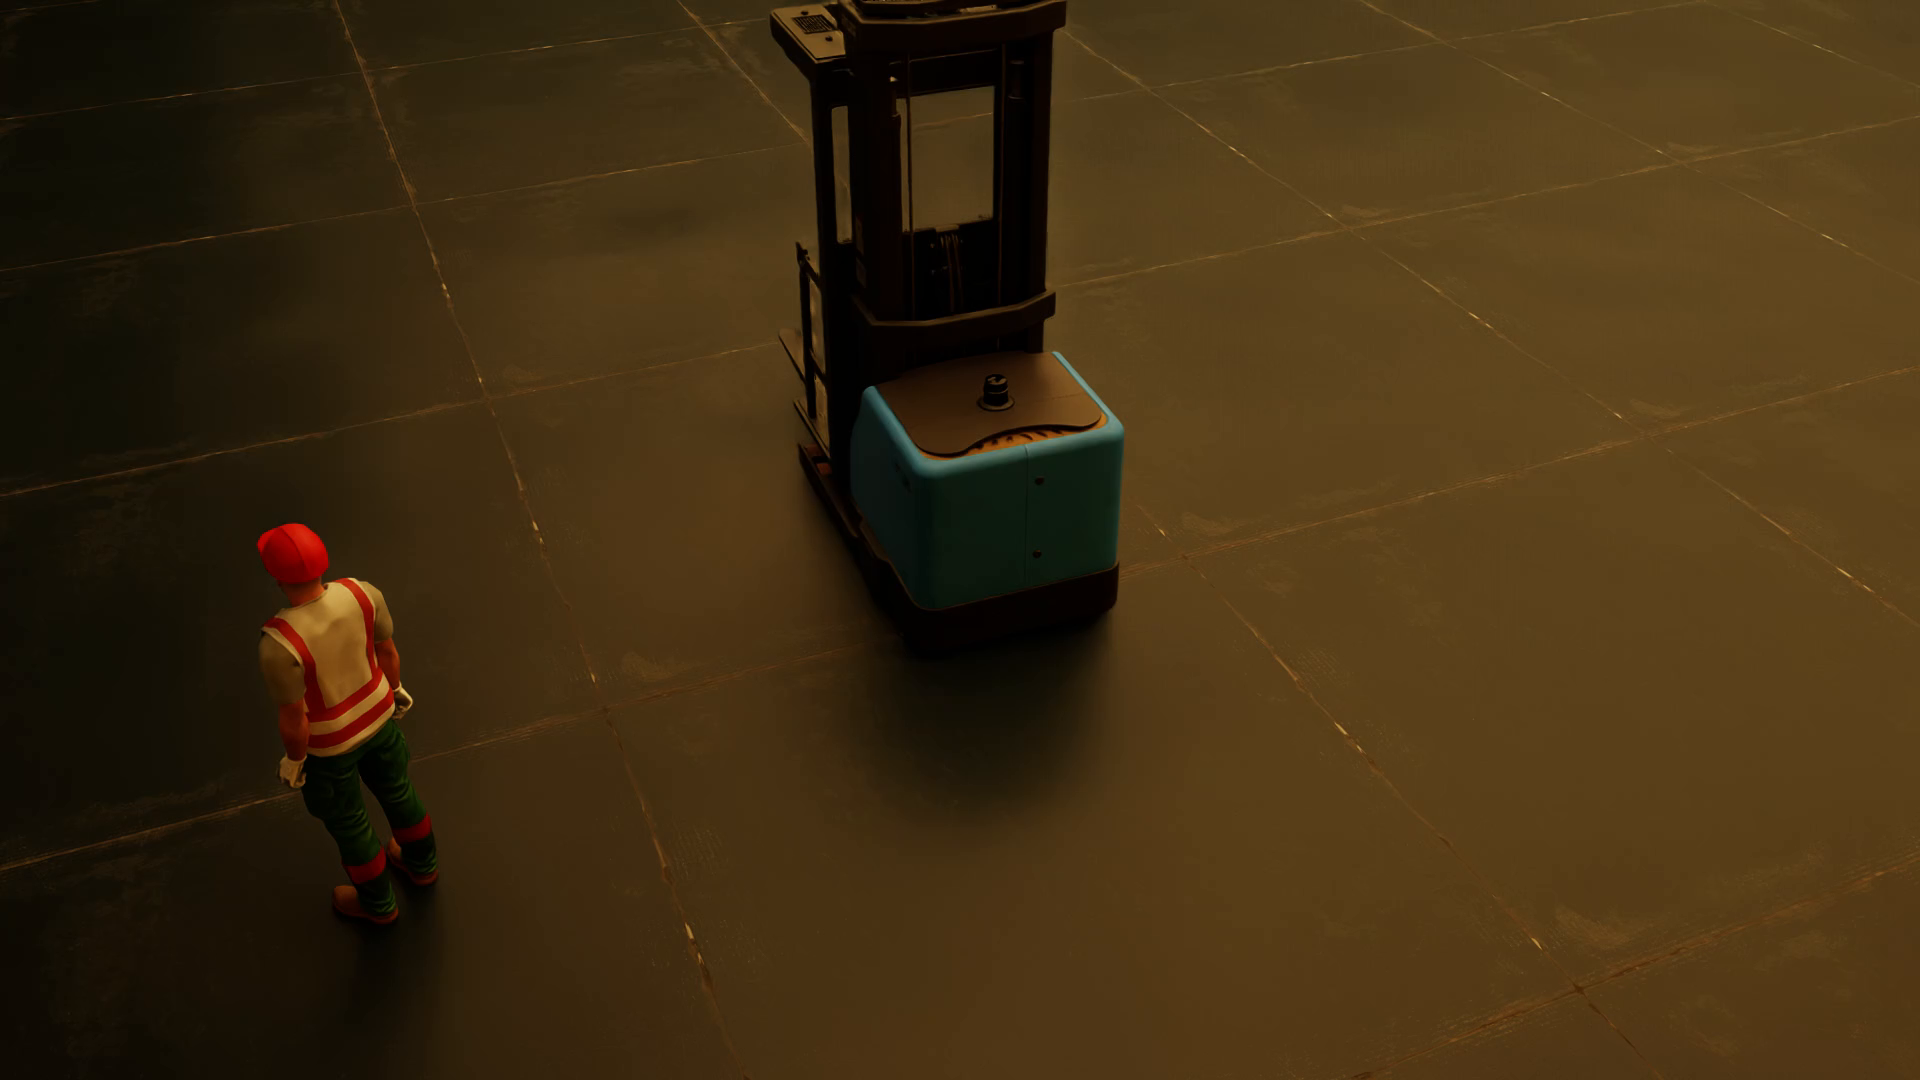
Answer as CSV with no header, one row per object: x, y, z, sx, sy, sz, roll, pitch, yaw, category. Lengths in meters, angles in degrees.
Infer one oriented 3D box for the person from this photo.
-2.286,0.679,6.128,0.357,1.795,0.566,21,40,27,person

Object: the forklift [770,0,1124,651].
-0.238,-1.527,8.245,1.130,2.935,3.031,-13,37,-17,forklift
